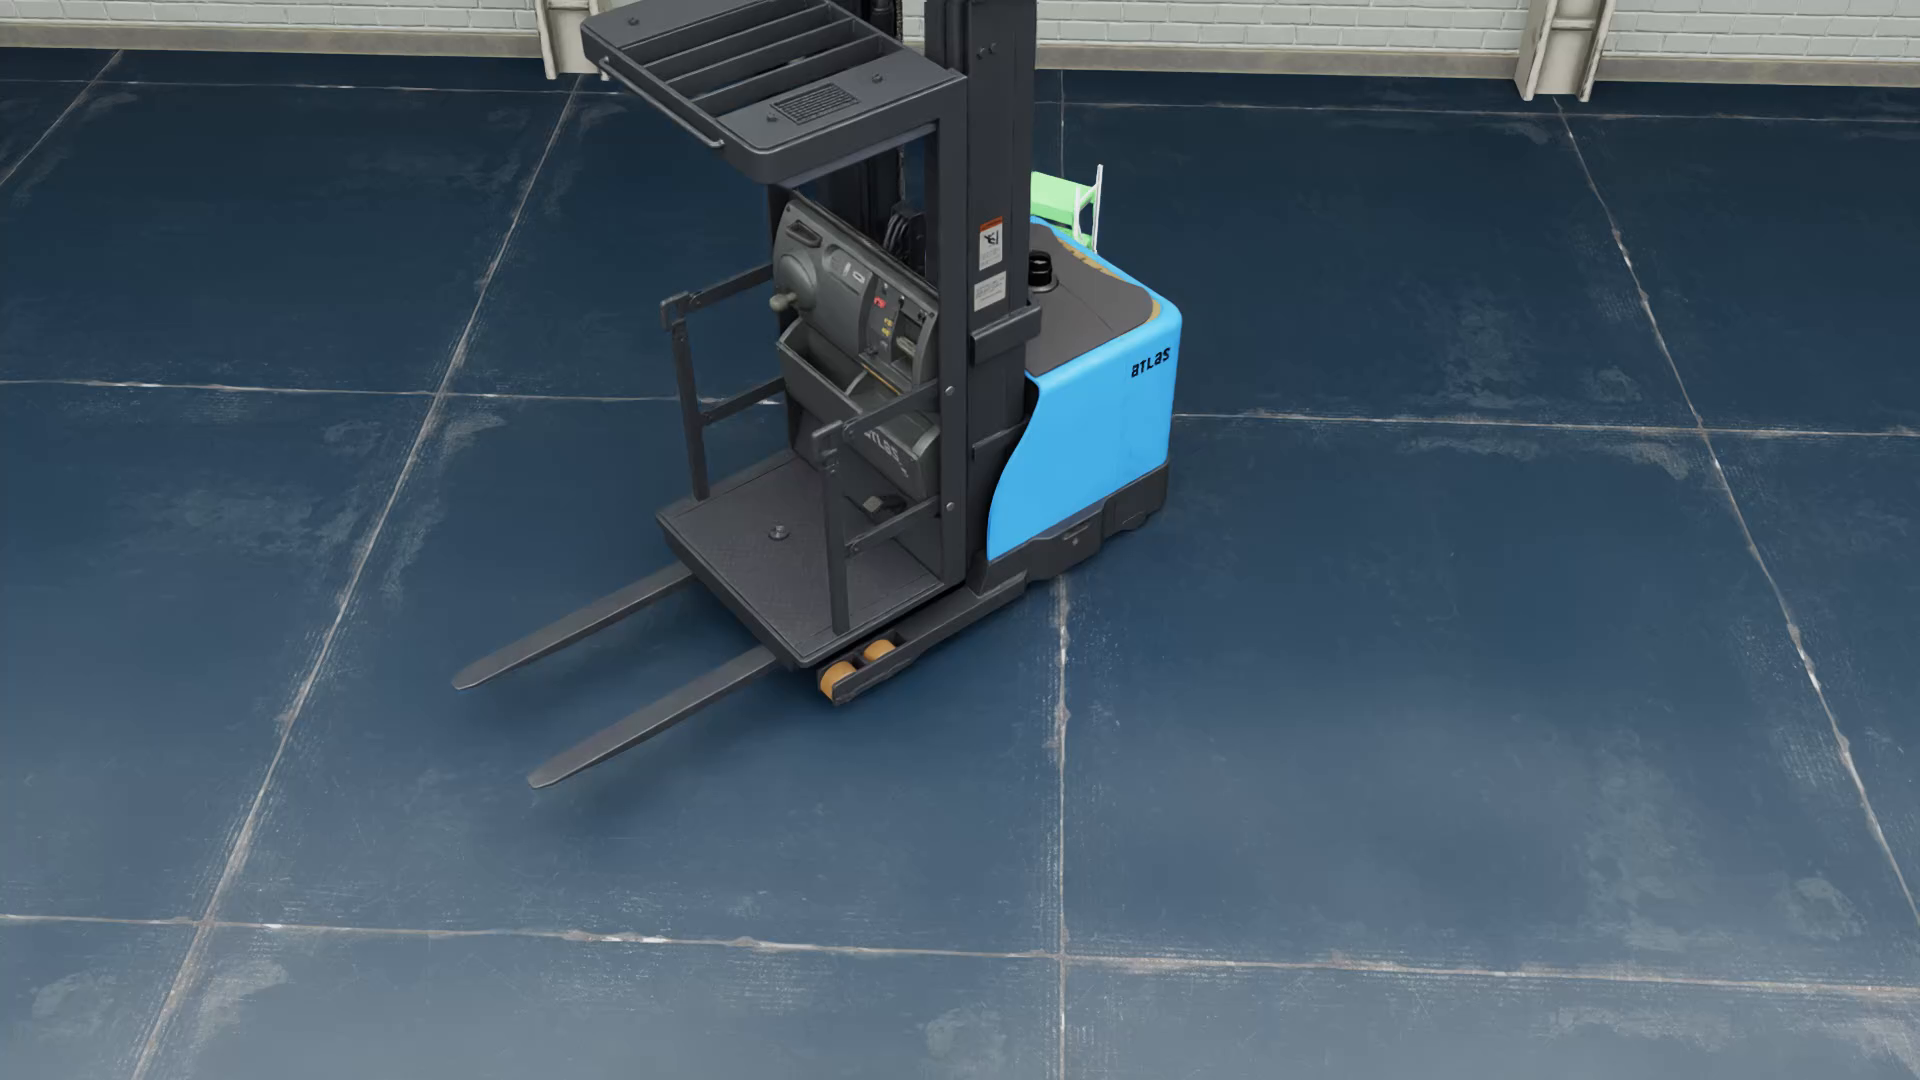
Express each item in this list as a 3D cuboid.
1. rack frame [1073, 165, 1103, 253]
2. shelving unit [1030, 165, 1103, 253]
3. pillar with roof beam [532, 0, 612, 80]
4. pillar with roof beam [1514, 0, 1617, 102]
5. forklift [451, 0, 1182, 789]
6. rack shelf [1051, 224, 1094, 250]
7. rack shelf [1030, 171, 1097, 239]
[{"bbox_3d":[0.548,-1.114,7.559,0.015,1.200,0.240,20,45,21],"label":"rack frame"},{"bbox_3d":[0.334,-1.194,7.645,0.503,1.200,0.258,20,45,21],"label":"shelving unit"},{"bbox_3d":[-2.555,-3.322,4.214,0.400,9.000,9.100,2,43,2],"label":"pillar with roof beam"},{"bbox_3d":[3.439,-3.137,4.016,0.400,9.000,9.100,2,43,2],"label":"pillar with roof beam"},{"bbox_3d":[-0.556,-0.838,5.999,3.031,2.935,1.130,-29,50,-27],"label":"forklift"},{"bbox_3d":[0.337,-1.327,7.529,0.480,0.148,0.258,20,45,21],"label":"rack shelf"},{"bbox_3d":[0.341,-1.508,7.371,0.480,0.148,0.258,20,45,21],"label":"rack shelf"}]
